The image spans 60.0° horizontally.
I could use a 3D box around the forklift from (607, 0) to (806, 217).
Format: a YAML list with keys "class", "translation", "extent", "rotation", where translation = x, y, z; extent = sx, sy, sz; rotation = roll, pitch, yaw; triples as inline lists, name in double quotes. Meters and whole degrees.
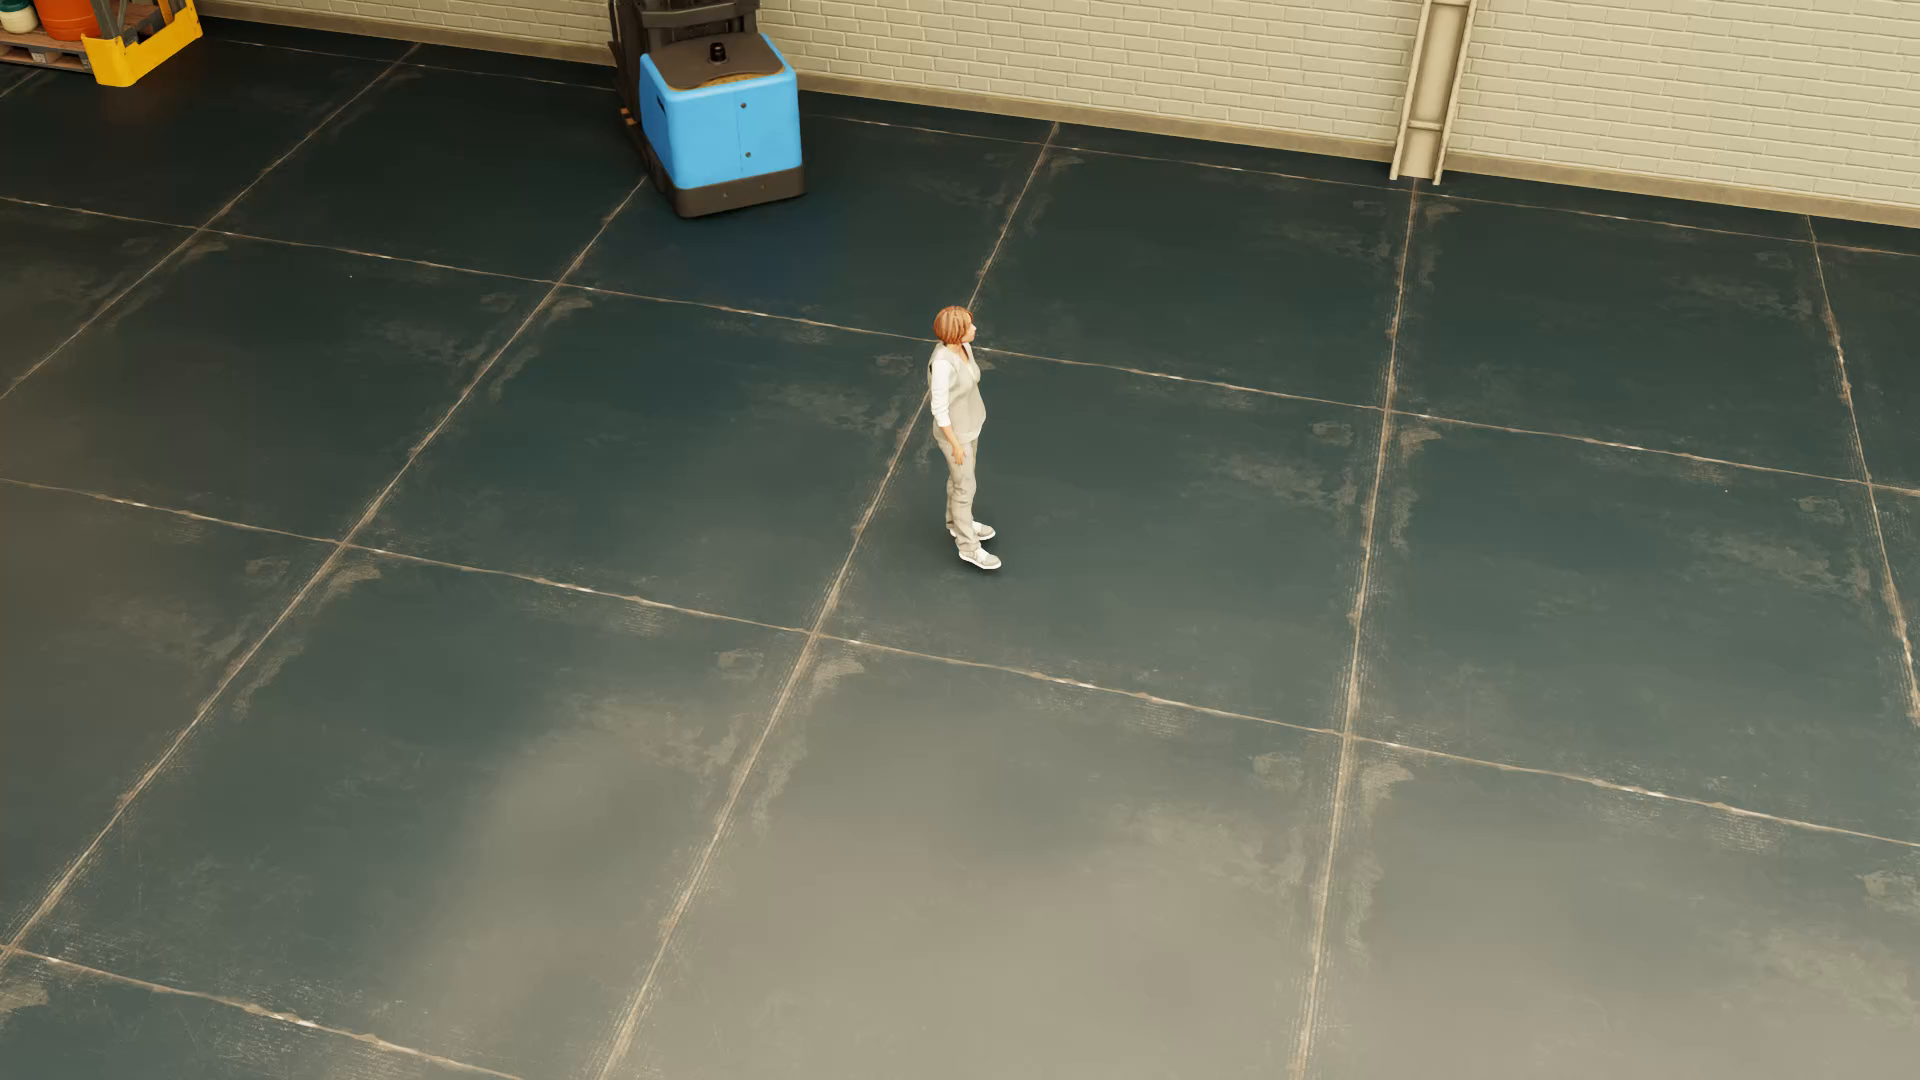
- class: "forklift"
  translation: [-2.249, -4.564, 13.068]
  extent: [1.130, 2.935, 3.031]
  rotation: [-15, 44, -17]

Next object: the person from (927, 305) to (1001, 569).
- class: "person"
  translation: [0.067, -0.615, 9.503]
  extent: [0.475, 1.597, 0.520]
  rotation: [10, 42, 11]
